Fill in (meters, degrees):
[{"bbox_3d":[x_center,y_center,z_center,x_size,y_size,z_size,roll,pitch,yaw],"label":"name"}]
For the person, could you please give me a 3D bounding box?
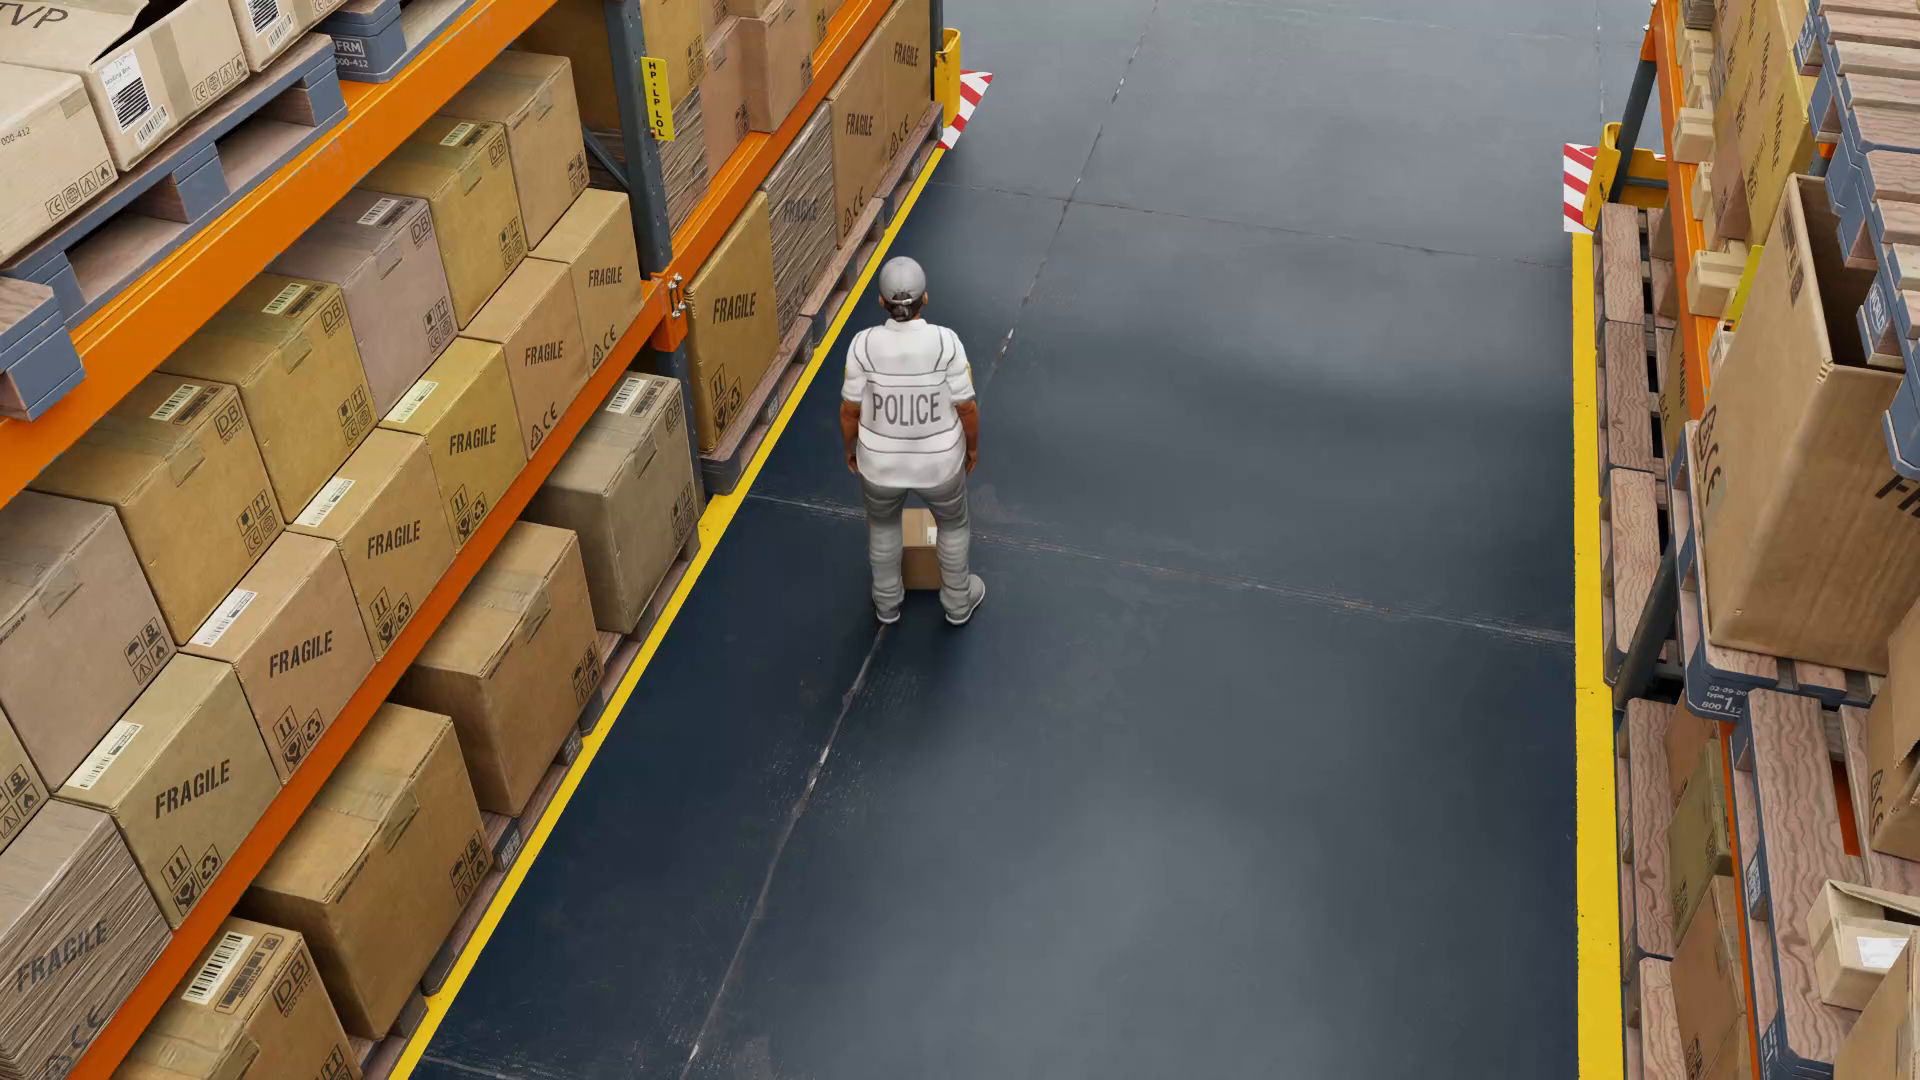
[{"bbox_3d":[-0.178,-0.349,6.551,0.564,1.667,0.463,1,41,1],"label":"person"}]
